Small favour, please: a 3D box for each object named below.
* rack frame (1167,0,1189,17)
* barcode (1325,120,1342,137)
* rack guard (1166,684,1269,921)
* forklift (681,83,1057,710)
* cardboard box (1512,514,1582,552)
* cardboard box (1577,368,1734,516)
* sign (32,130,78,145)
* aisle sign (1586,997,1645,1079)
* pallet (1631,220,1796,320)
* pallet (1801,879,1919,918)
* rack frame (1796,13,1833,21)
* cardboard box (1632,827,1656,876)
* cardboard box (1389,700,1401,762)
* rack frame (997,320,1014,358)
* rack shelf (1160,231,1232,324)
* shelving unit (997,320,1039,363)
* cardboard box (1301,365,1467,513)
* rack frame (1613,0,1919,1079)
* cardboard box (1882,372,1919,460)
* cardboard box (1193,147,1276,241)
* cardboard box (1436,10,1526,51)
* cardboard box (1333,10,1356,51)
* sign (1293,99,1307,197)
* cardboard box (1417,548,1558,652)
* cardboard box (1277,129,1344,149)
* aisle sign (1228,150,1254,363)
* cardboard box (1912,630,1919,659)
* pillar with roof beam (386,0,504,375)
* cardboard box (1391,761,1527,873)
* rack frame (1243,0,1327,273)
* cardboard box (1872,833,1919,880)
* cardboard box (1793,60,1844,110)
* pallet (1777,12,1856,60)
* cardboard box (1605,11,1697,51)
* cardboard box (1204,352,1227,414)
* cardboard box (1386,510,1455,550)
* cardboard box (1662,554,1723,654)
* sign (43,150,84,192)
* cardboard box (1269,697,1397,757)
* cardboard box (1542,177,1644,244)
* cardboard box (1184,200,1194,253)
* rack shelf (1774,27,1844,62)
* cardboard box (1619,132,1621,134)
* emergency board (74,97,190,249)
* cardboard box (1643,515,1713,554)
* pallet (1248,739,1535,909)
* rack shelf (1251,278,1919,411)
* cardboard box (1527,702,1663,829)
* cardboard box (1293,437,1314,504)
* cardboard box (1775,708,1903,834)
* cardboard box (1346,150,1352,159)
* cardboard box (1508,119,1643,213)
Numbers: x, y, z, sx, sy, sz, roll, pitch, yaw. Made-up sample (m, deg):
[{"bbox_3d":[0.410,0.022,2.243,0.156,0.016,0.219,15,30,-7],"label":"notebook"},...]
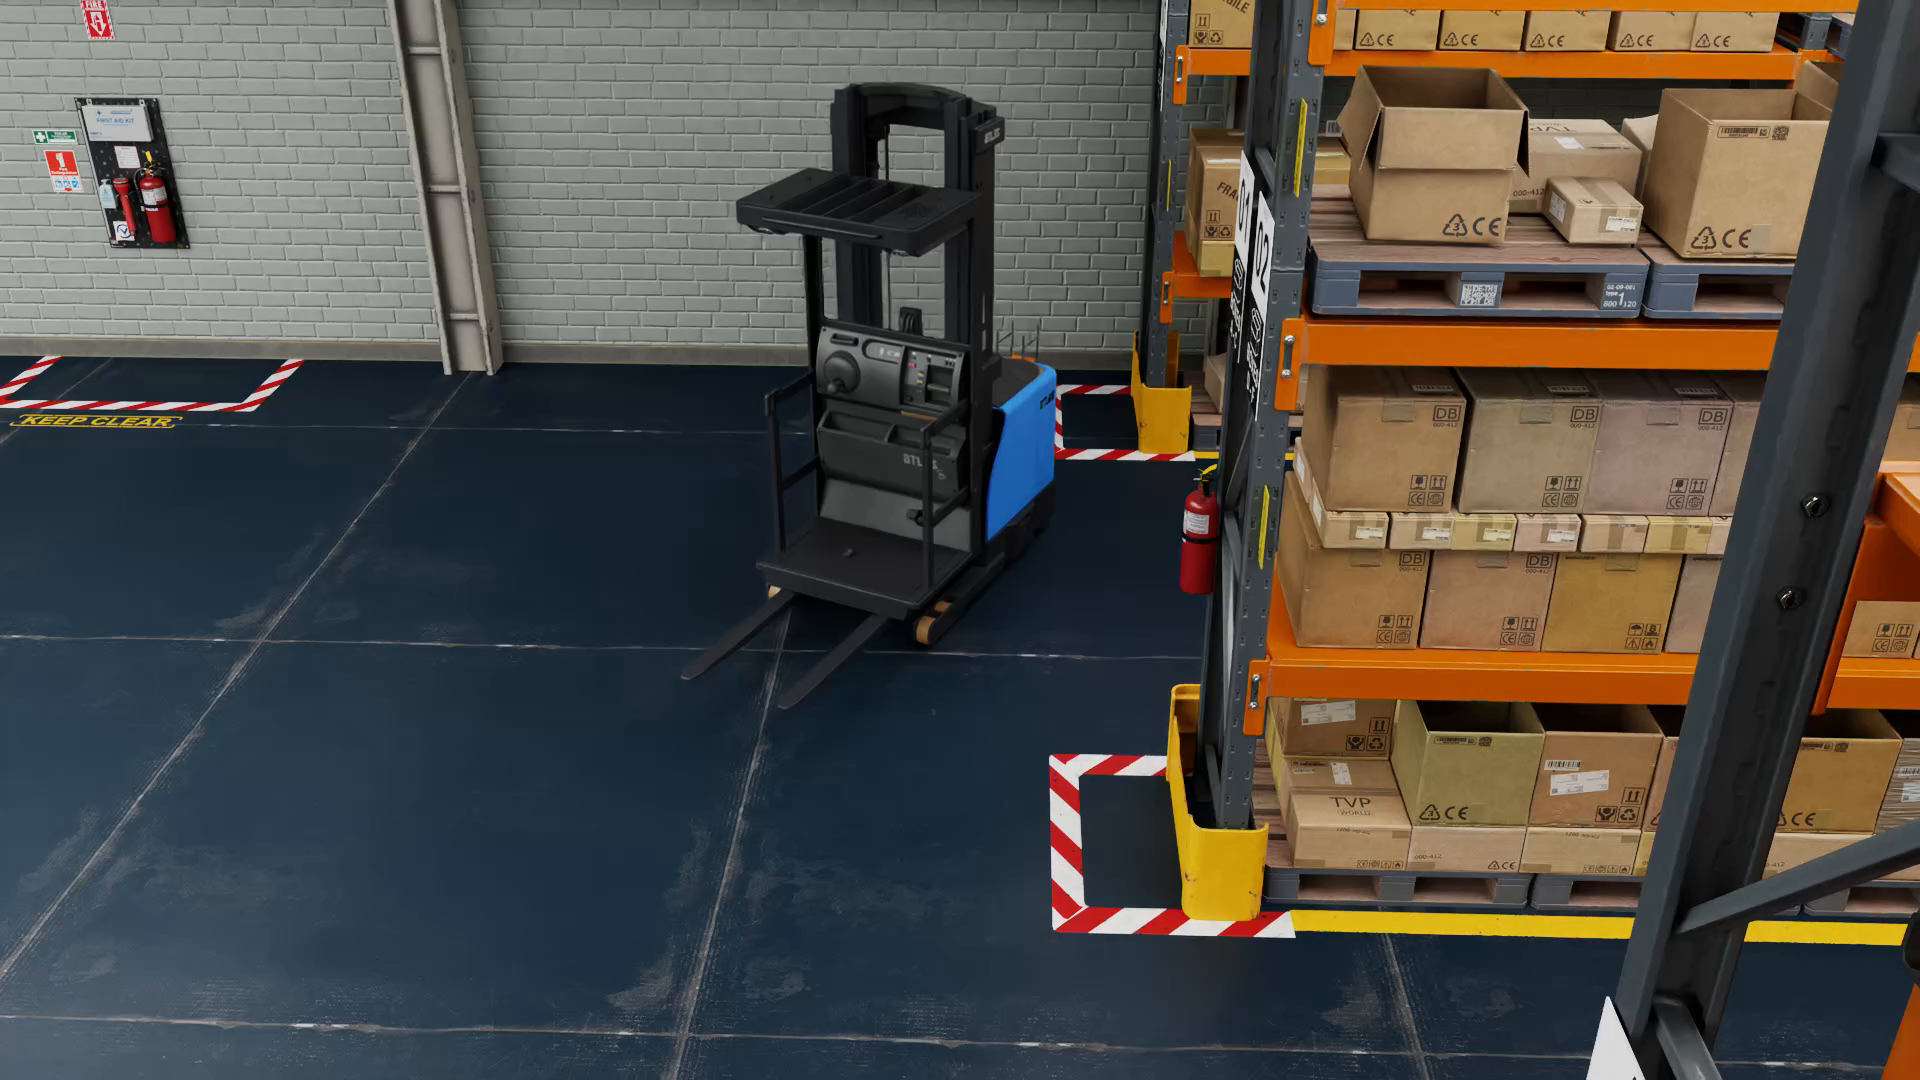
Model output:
[{"bbox_3d":[1.394,-4.861,10.238,0.127,3.000,1.000,1,28,2],"label":"rack frame"},{"bbox_3d":[1.541,-1.694,6.847,0.075,0.075,0.001,1,28,2],"label":"barcode"},{"bbox_3d":[1.198,1.212,7.855,0.348,0.500,1.175,1,28,2],"label":"rack guard"},{"bbox_3d":[-0.498,-0.930,9.300,1.130,2.935,3.031,13,31,24],"label":"forklift"},{"bbox_3d":[2.372,-0.102,6.866,0.250,0.149,0.380,1,28,1],"label":"cardboard box"},{"bbox_3d":[2.771,-0.480,6.887,0.500,0.500,0.700,1,28,2],"label":"cardboard box"},{"bbox_3d":[-6.886,-3.065,12.650,0.331,0.109,0.001,1,28,2],"label":"sign"},{"bbox_3d":[0.982,1.138,2.551,0.004,0.787,0.394,1,28,2],"label":"aisle sign"},{"bbox_3d":[3.151,-1.135,6.506,1.213,0.211,1.003,1,28,2],"label":"pallet"},{"bbox_3d":[4.427,1.374,7.859,1.213,0.211,1.003,1,28,2],"label":"pallet"},{"bbox_3d":[5.391,-4.795,10.113,0.127,3.000,1.000,1,28,2],"label":"rack frame"},{"bbox_3d":[3.250,1.276,7.553,0.500,0.250,0.500,1,28,2],"label":"cardboard box"},{"bbox_3d":[2.269,1.011,8.053,0.500,0.250,0.500,1,28,2],"label":"cardboard box"},{"bbox_3d":[0.291,-0.852,11.000,0.006,1.200,0.240,13,31,24],"label":"rack frame"},{"bbox_3d":[3.392,-1.860,11.749,4.000,0.370,1.077,1,28,2],"label":"rack shelf"},{"bbox_3d":[0.372,-0.832,10.963,0.189,1.200,0.258,13,31,24],"label":"shelving unit"},{"bbox_3d":[1.741,-0.495,6.914,0.500,0.500,0.700,1,28,2],"label":"cardboard box"},{"bbox_3d":[1.044,-0.222,1.487,0.053,2.616,0.949,1,28,2],"label":"rack frame"},{"bbox_3d":[3.771,-0.464,6.856,0.500,0.500,0.700,1,28,2],"label":"cardboard box"},{"bbox_3d":[1.860,-2.336,11.217,0.500,0.500,0.500,1,28,2],"label":"cardboard box"},{"bbox_3d":[3.310,-3.435,10.622,0.500,0.500,0.500,3,28,5],"label":"cardboard box"},{"bbox_3d":[2.254,-3.441,10.633,0.500,0.500,0.500,3,28,5],"label":"cardboard box"},{"bbox_3d":[1.197,-1.379,5.853,0.005,0.325,0.100,1,28,2],"label":"sign"},{"bbox_3d":[2.214,0.084,7.207,0.500,0.500,0.700,2,28,3],"label":"cardboard box"},{"bbox_3d":[2.375,-2.563,11.646,0.500,0.500,0.500,1,28,2],"label":"cardboard box"},{"bbox_3d":[1.167,-1.179,6.921,0.004,0.787,0.394,1,28,2],"label":"aisle sign"},{"bbox_3d":[4.249,0.120,7.140,0.500,0.500,0.700,1,28,1],"label":"cardboard box"},{"bbox_3d":[-4.025,-3.339,7.366,0.400,9.000,9.100,1,28,2],"label":"pillar with roof beam"},{"bbox_3d":[2.250,1.257,7.589,0.500,0.250,0.500,1,28,2],"label":"cardboard box"},{"bbox_3d":[1.222,-2.542,5.864,0.127,3.000,1.000,1,28,2],"label":"rack frame"},{"bbox_3d":[4.249,1.285,7.535,0.500,0.250,0.500,1,28,2],"label":"cardboard box"},{"bbox_3d":[3.579,-1.530,6.449,0.637,0.503,0.797,4,28,7],"label":"cardboard box"},{"bbox_3d":[6.004,-3.327,10.746,1.003,0.211,1.213,1,28,2],"label":"pallet"},{"bbox_3d":[4.373,-3.430,10.612,0.500,0.500,0.500,-1,28,-3],"label":"cardboard box"},{"bbox_3d":[2.082,-1.163,12.068,0.500,0.311,0.500,-2,28,-4],"label":"cardboard box"},{"bbox_3d":[1.871,-0.112,6.885,0.250,0.149,0.380,0,28,0],"label":"cardboard box"},{"bbox_3d":[3.236,0.102,7.174,0.500,0.500,0.700,2,28,3],"label":"cardboard box"},{"bbox_3d":[-6.890,-2.835,12.783,0.234,0.329,0.001,1,28,2],"label":"sign"},{"bbox_3d":[1.769,0.676,7.885,0.500,0.500,0.500,1,28,2],"label":"cardboard box"},{"bbox_3d":[2.392,-1.252,6.301,0.250,0.149,0.380,1,28,2],"label":"cardboard box"},{"bbox_3d":[1.868,-2.236,11.830,0.500,0.250,0.500,1,28,3],"label":"cardboard box"},{"bbox_3d":[7.390,-3.119,10.922,4.000,0.370,1.077,1,28,2],"label":"rack shelf"},{"bbox_3d":[4.412,-2.534,11.591,0.500,0.500,0.500,1,28,2],"label":"cardboard box"},{"bbox_3d":[-6.341,-2.762,12.683,0.643,1.169,0.194,1,28,2],"label":"emergency board"},{"bbox_3d":[2.894,-0.095,6.853,0.250,0.149,0.380,1,28,1],"label":"cardboard box"},{"bbox_3d":[1.988,1.333,7.935,1.213,0.211,1.003,1,28,2],"label":"pallet"},{"bbox_3d":[3.221,-0.866,6.672,4.000,0.370,1.077,1,28,2],"label":"rack shelf"},{"bbox_3d":[2.750,0.929,7.407,0.500,0.500,0.500,1,28,2],"label":"cardboard box"},{"bbox_3d":[1.611,-0.305,7.250,0.250,0.149,0.380,0,28,1],"label":"cardboard box"},{"bbox_3d":[3.750,0.947,7.374,0.500,0.500,0.500,1,28,2],"label":"cardboard box"},{"bbox_3d":[2.870,-2.312,11.171,0.500,0.500,0.500,0,28,0],"label":"cardboard box"},{"bbox_3d":[2.383,-1.503,6.667,0.500,0.250,0.500,1,28,2],"label":"cardboard box"}]
